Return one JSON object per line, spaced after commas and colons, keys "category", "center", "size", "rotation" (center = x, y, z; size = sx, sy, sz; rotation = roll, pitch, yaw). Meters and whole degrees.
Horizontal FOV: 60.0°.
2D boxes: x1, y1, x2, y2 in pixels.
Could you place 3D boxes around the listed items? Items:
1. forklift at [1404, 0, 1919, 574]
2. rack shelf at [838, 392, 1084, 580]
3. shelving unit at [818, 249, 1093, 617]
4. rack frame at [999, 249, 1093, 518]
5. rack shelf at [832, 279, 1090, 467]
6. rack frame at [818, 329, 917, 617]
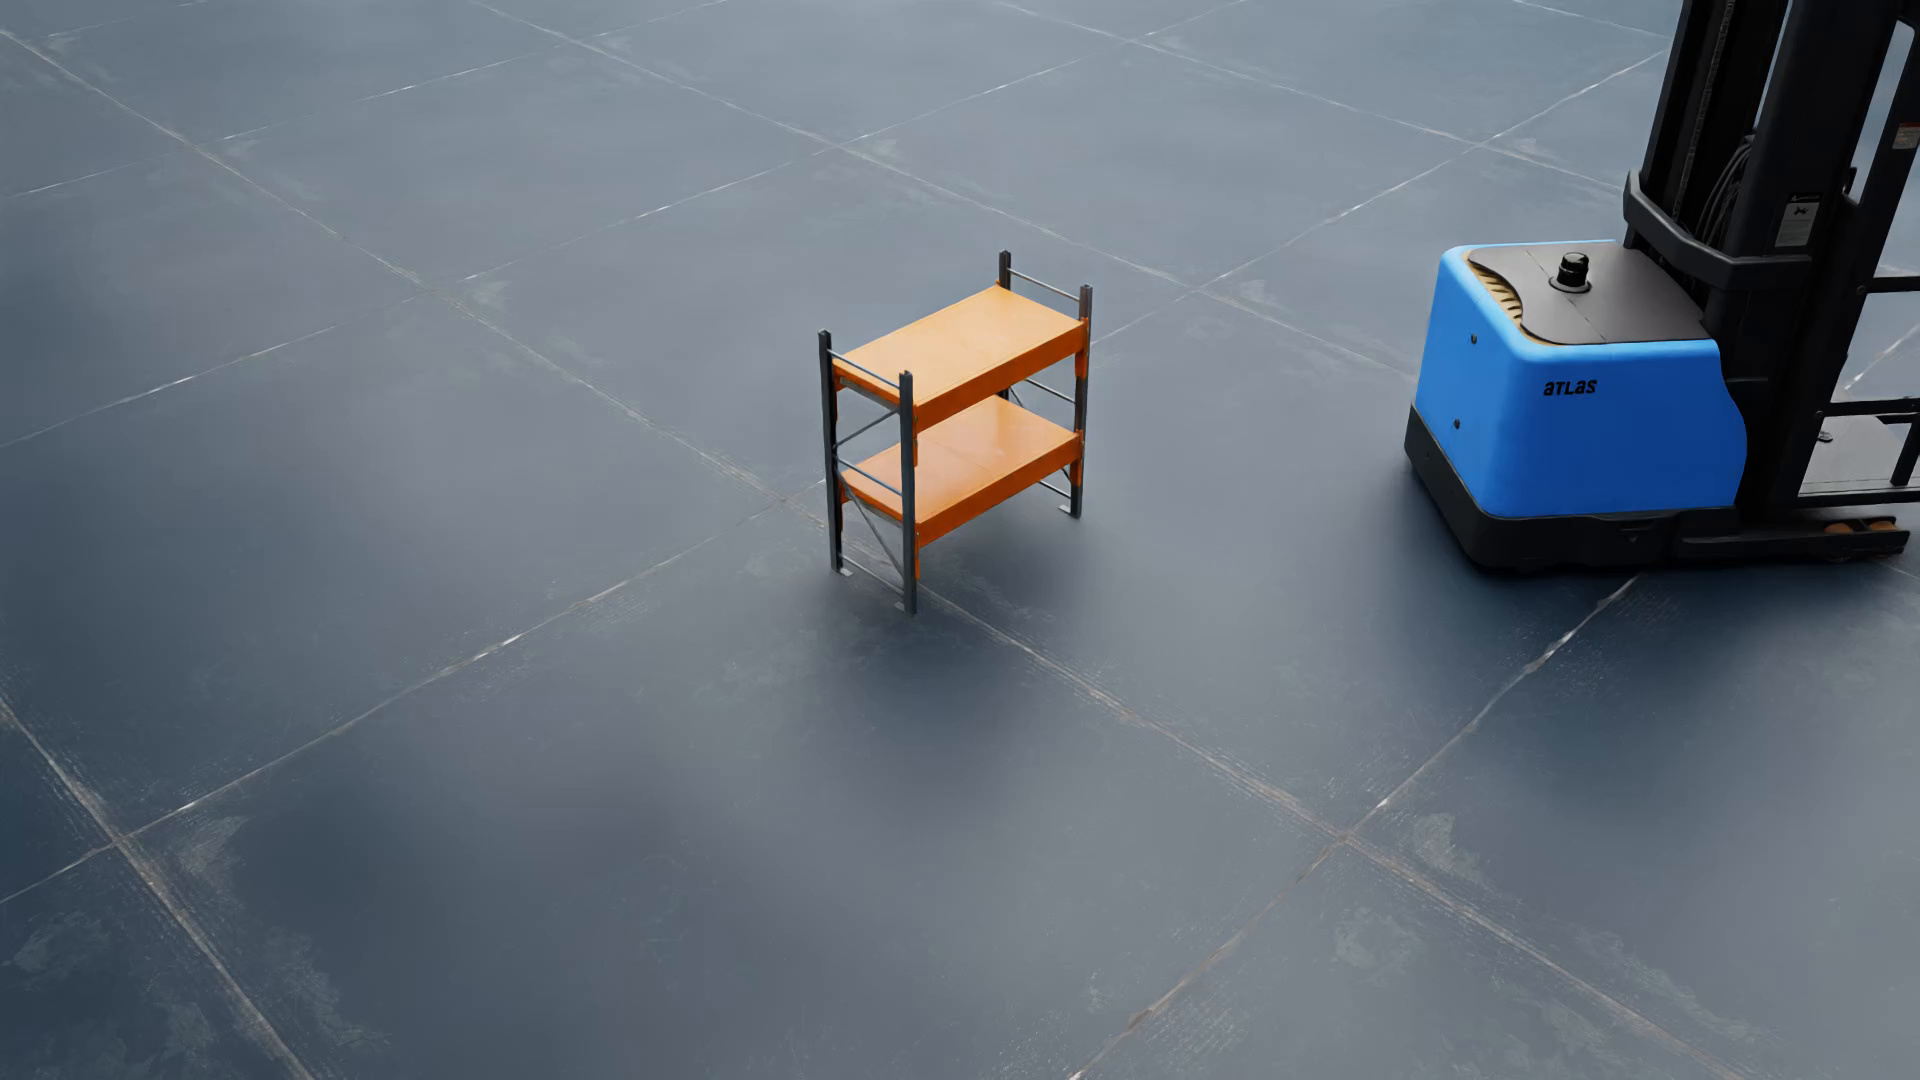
{"category": "forklift", "center": [3.613, -1.406, 6.704], "size": [3.031, 2.935, 1.130], "rotation": [-3, 35, -5]}
{"category": "rack shelf", "center": [-0.005, -0.258, 7.064], "size": [0.538, 0.278, 1.000], "rotation": [30, 45, 35]}
{"category": "shelving unit", "center": [-0.005, -0.459, 6.924], "size": [0.538, 1.125, 1.048], "rotation": [30, 45, 35]}
{"category": "rack frame", "center": [0.353, -0.665, 7.220], "size": [0.500, 1.125, 0.032], "rotation": [30, 45, 35]}
{"category": "rack shelf", "center": [-0.005, -0.699, 6.757], "size": [0.538, 0.278, 1.000], "rotation": [30, 45, 35]}
{"category": "rack frame", "center": [-0.363, -0.252, 6.628], "size": [0.500, 1.125, 0.032], "rotation": [30, 45, 35]}
